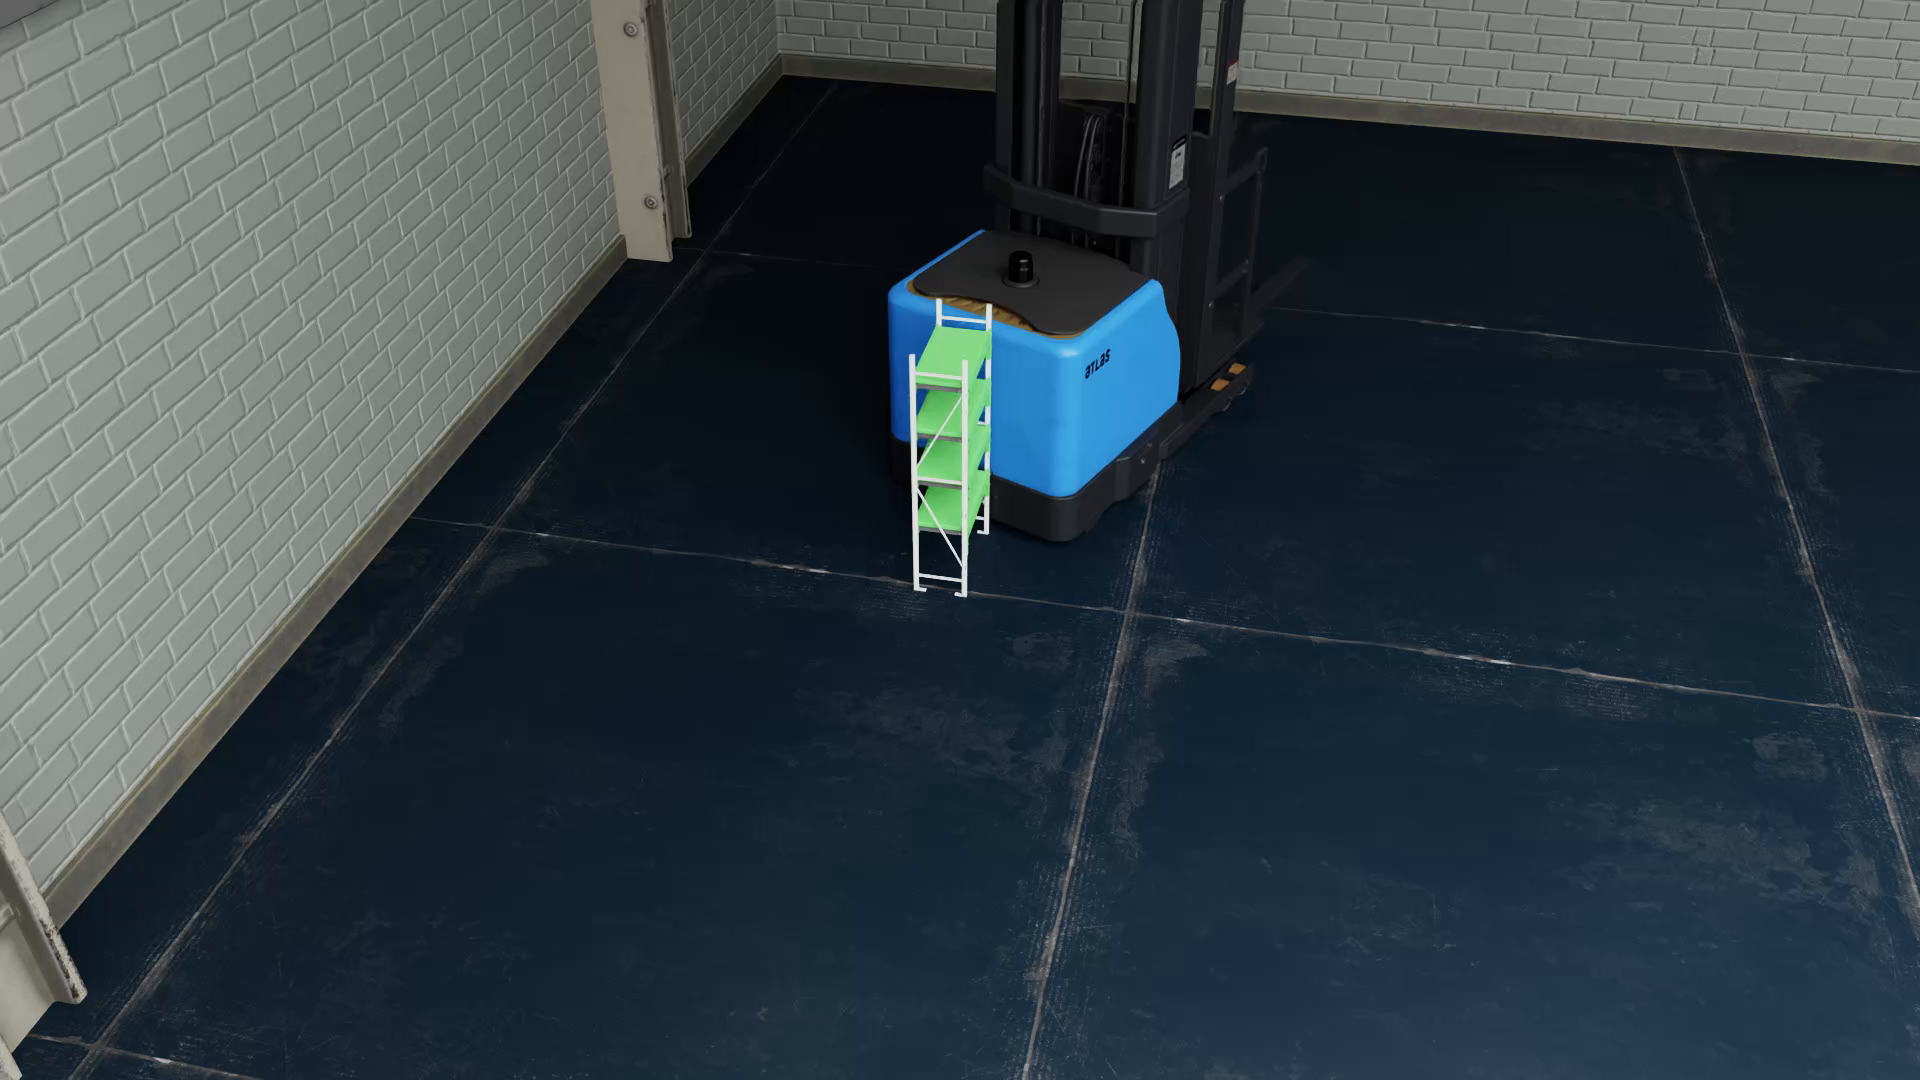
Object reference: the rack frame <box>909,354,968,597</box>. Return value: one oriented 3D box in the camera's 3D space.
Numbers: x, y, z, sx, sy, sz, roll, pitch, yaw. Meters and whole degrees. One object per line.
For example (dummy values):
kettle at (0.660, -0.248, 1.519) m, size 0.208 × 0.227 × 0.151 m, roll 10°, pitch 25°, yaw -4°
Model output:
rack frame at (-0.087, -0.251, 7.074) m, size 0.240 × 1.200 × 0.015 m, roll 7°, pitch 37°, yaw 10°

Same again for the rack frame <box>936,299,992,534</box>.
rack frame at (0.017, -0.531, 7.460) m, size 0.240 × 1.200 × 0.015 m, roll 7°, pitch 37°, yaw 10°

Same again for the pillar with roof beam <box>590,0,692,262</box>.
pillar with roof beam at (2.341, -4.920, 6.870) m, size 9.100 × 9.000 × 0.400 m, roll 7°, pitch 37°, yaw 10°

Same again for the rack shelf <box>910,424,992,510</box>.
rack shelf at (-0.035, -0.339, 7.304) m, size 0.258 × 0.148 × 0.480 m, roll 7°, pitch 37°, yaw 10°

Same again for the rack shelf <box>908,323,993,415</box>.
rack shelf at (-0.035, -0.728, 7.023) m, size 0.258 × 0.148 × 0.480 m, roll 7°, pitch 37°, yaw 10°

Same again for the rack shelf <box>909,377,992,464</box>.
rack shelf at (-0.035, -0.534, 7.164) m, size 0.258 × 0.148 × 0.480 m, roll 7°, pitch 37°, yaw 10°

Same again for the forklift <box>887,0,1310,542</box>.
forklift at (0.897, -2.003, 8.017) m, size 1.130 × 2.935 × 3.031 m, roll 22°, pitch 41°, yaw 27°

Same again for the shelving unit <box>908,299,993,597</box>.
shelving unit at (-0.035, -0.391, 7.267) m, size 0.258 × 1.200 × 0.503 m, roll 7°, pitch 37°, yaw 10°

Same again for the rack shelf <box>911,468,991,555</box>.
rack shelf at (-0.035, -0.145, 7.445) m, size 0.258 × 0.148 × 0.480 m, roll 7°, pitch 37°, yaw 10°
